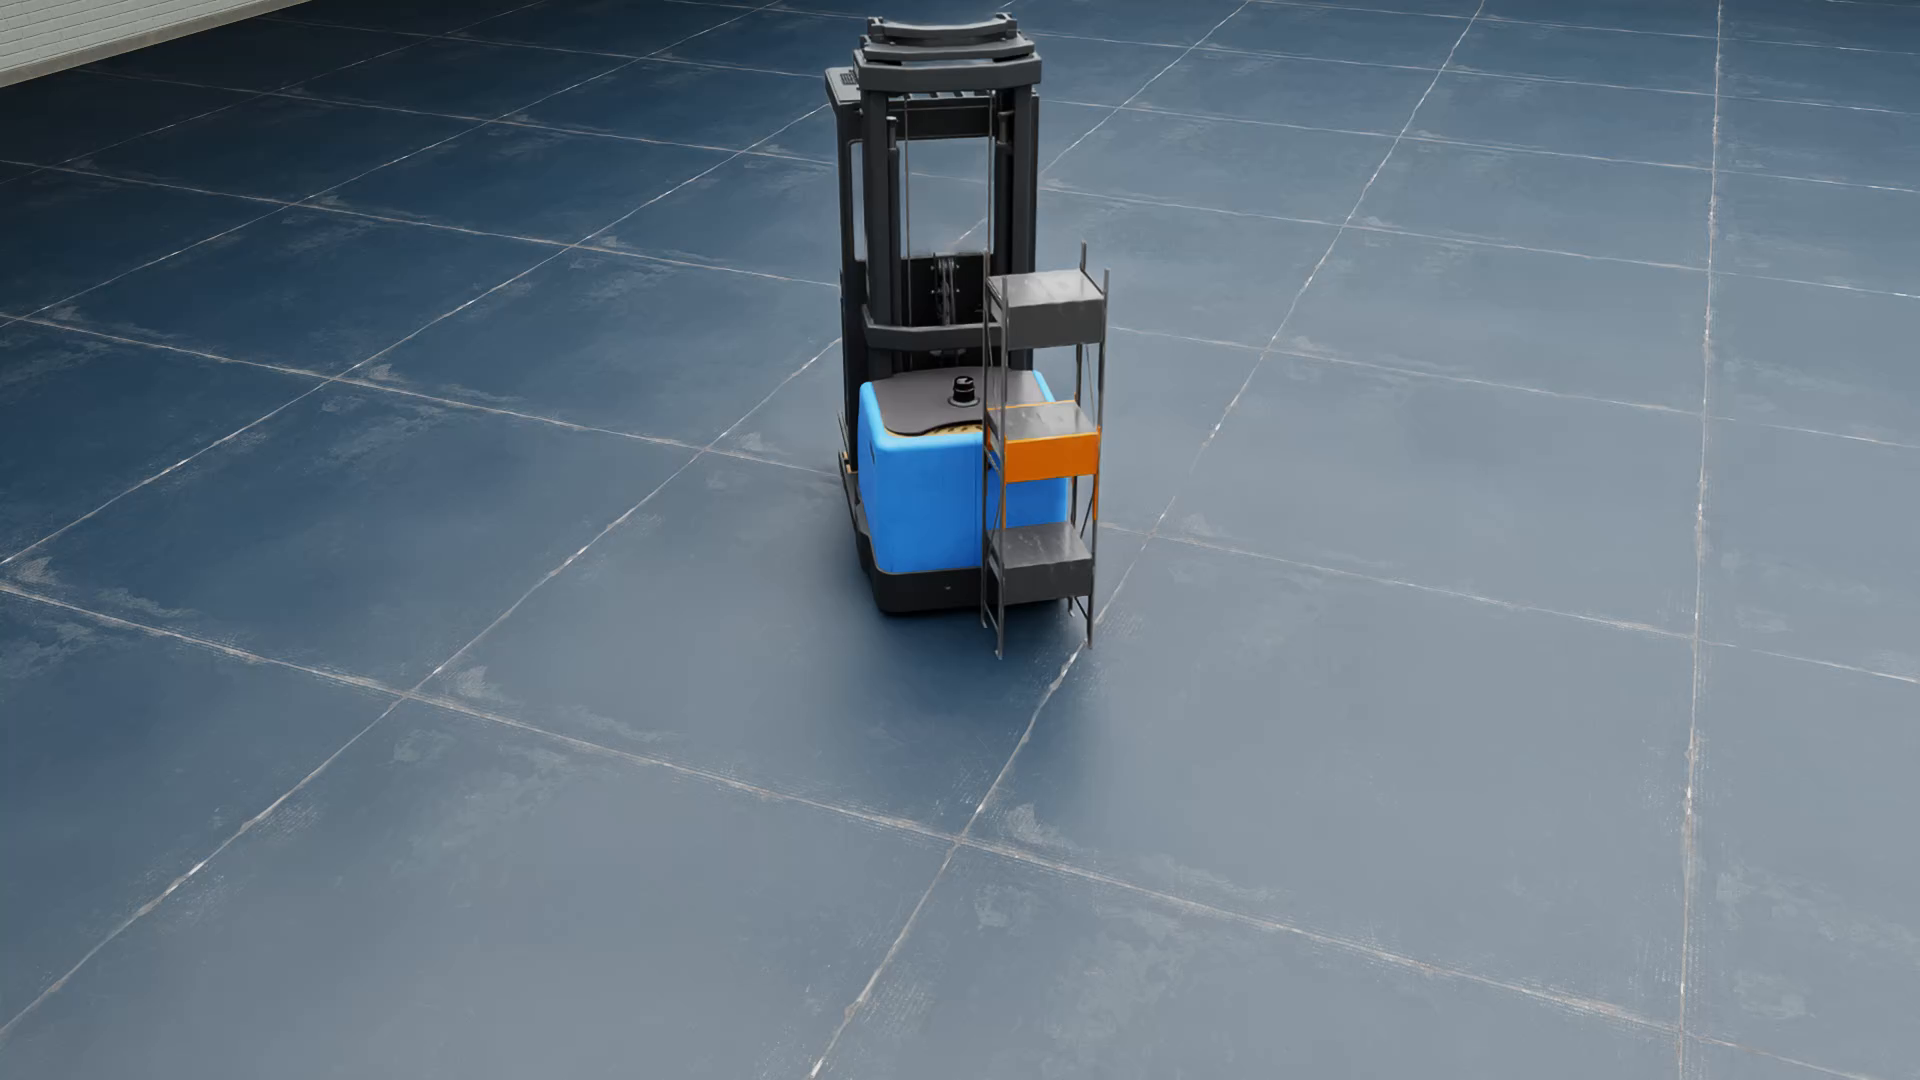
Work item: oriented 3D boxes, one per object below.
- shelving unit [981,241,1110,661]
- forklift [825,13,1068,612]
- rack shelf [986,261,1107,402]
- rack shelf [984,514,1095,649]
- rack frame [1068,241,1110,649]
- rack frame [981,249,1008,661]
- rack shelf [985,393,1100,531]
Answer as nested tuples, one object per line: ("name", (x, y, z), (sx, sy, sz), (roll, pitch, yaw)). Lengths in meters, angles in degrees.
("shelving unit", (0.403, -0.408, 8.339), (0.503, 2.100, 0.431), (-7, 30, -11))
("forklift", (-0.158, -1.594, 9.591), (1.130, 2.935, 3.031), (-5, 30, -8))
("rack shelf", (0.403, -1.006, 8.001), (0.480, 0.518, 0.431), (-7, 30, -11))
("rack shelf", (0.403, 0.213, 8.690), (0.480, 0.518, 0.431), (-7, 30, -11))
("rack frame", (0.641, -0.436, 8.387), (0.015, 2.100, 0.400), (-7, 30, -11))
("rack frame", (0.165, -0.381, 8.291), (0.015, 2.100, 0.400), (-7, 30, -11))
("rack shelf", (0.403, -0.397, 8.345), (0.480, 0.518, 0.431), (-7, 30, -11))
